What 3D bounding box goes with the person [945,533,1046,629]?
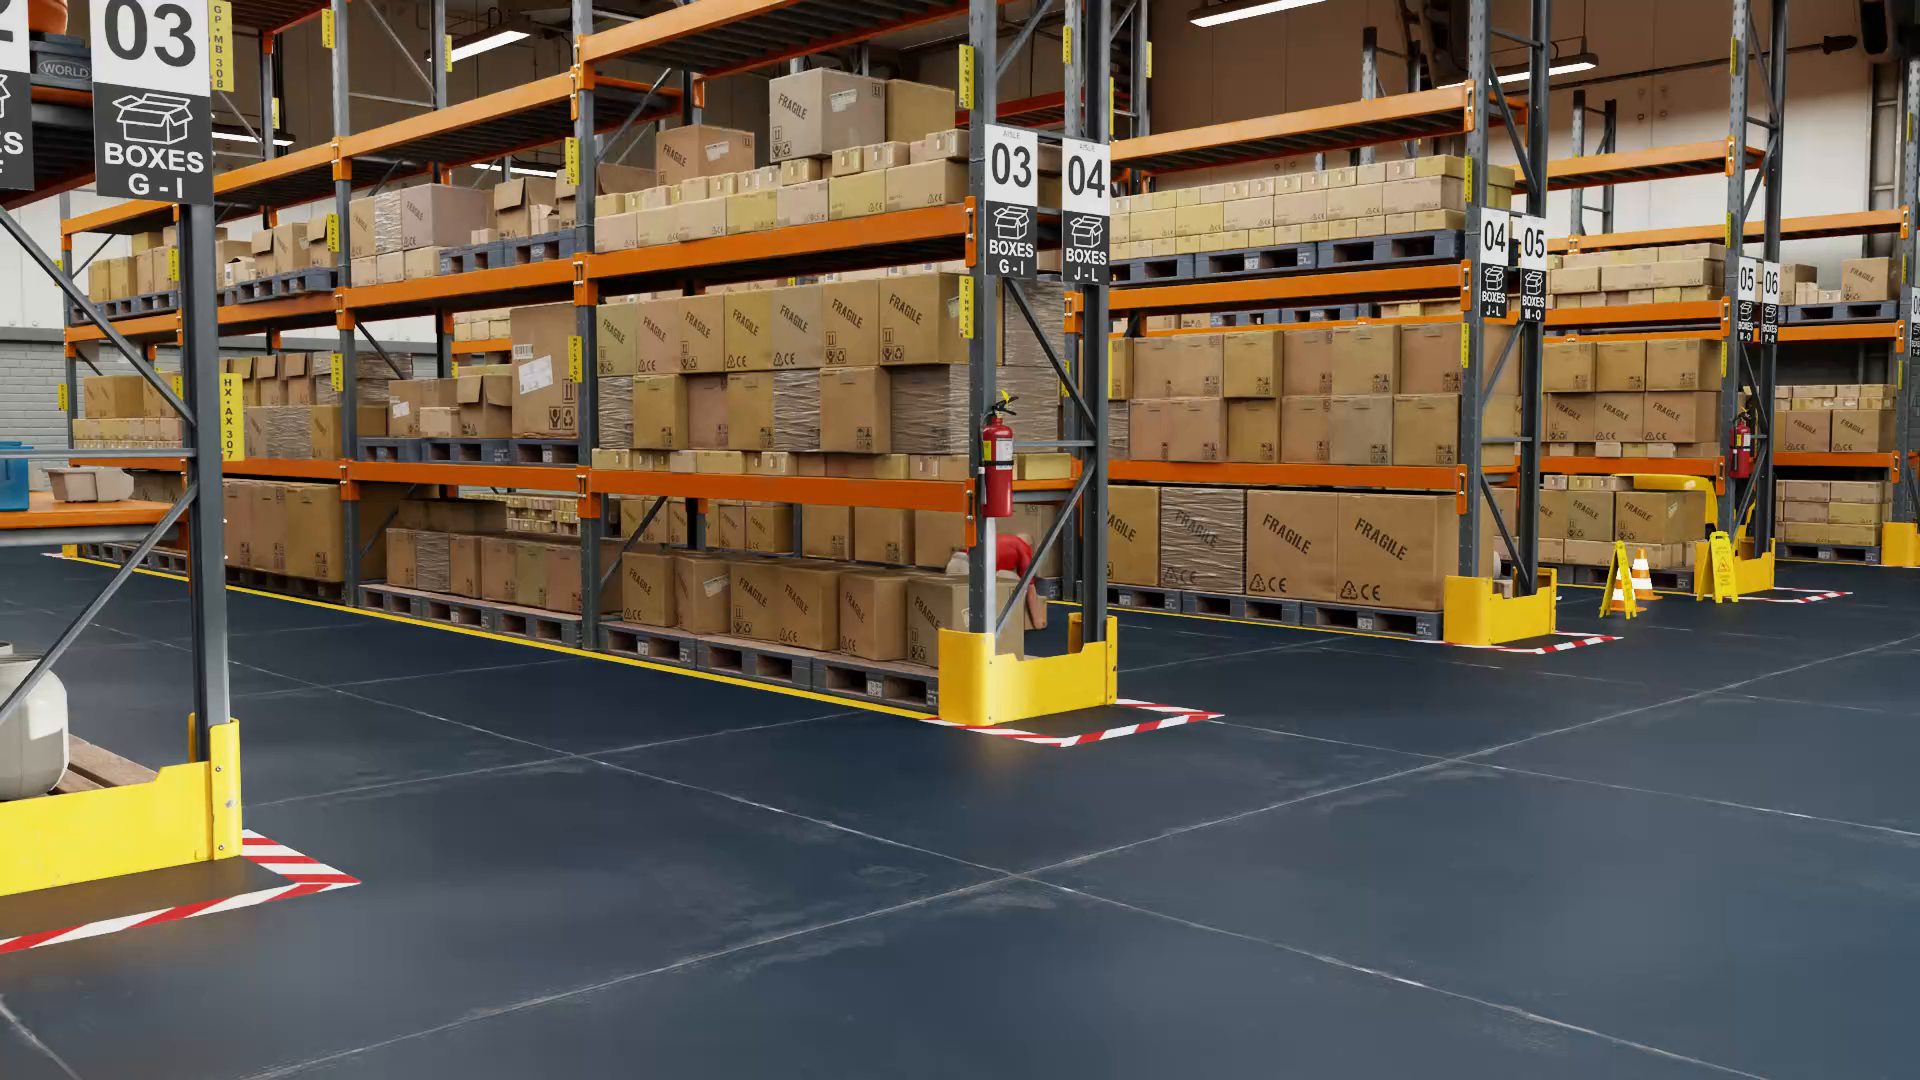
[{"bbox_3d":[0.284,0.350,13.079,0.518,0.783,0.927,4,5,45],"label":"person"}]
